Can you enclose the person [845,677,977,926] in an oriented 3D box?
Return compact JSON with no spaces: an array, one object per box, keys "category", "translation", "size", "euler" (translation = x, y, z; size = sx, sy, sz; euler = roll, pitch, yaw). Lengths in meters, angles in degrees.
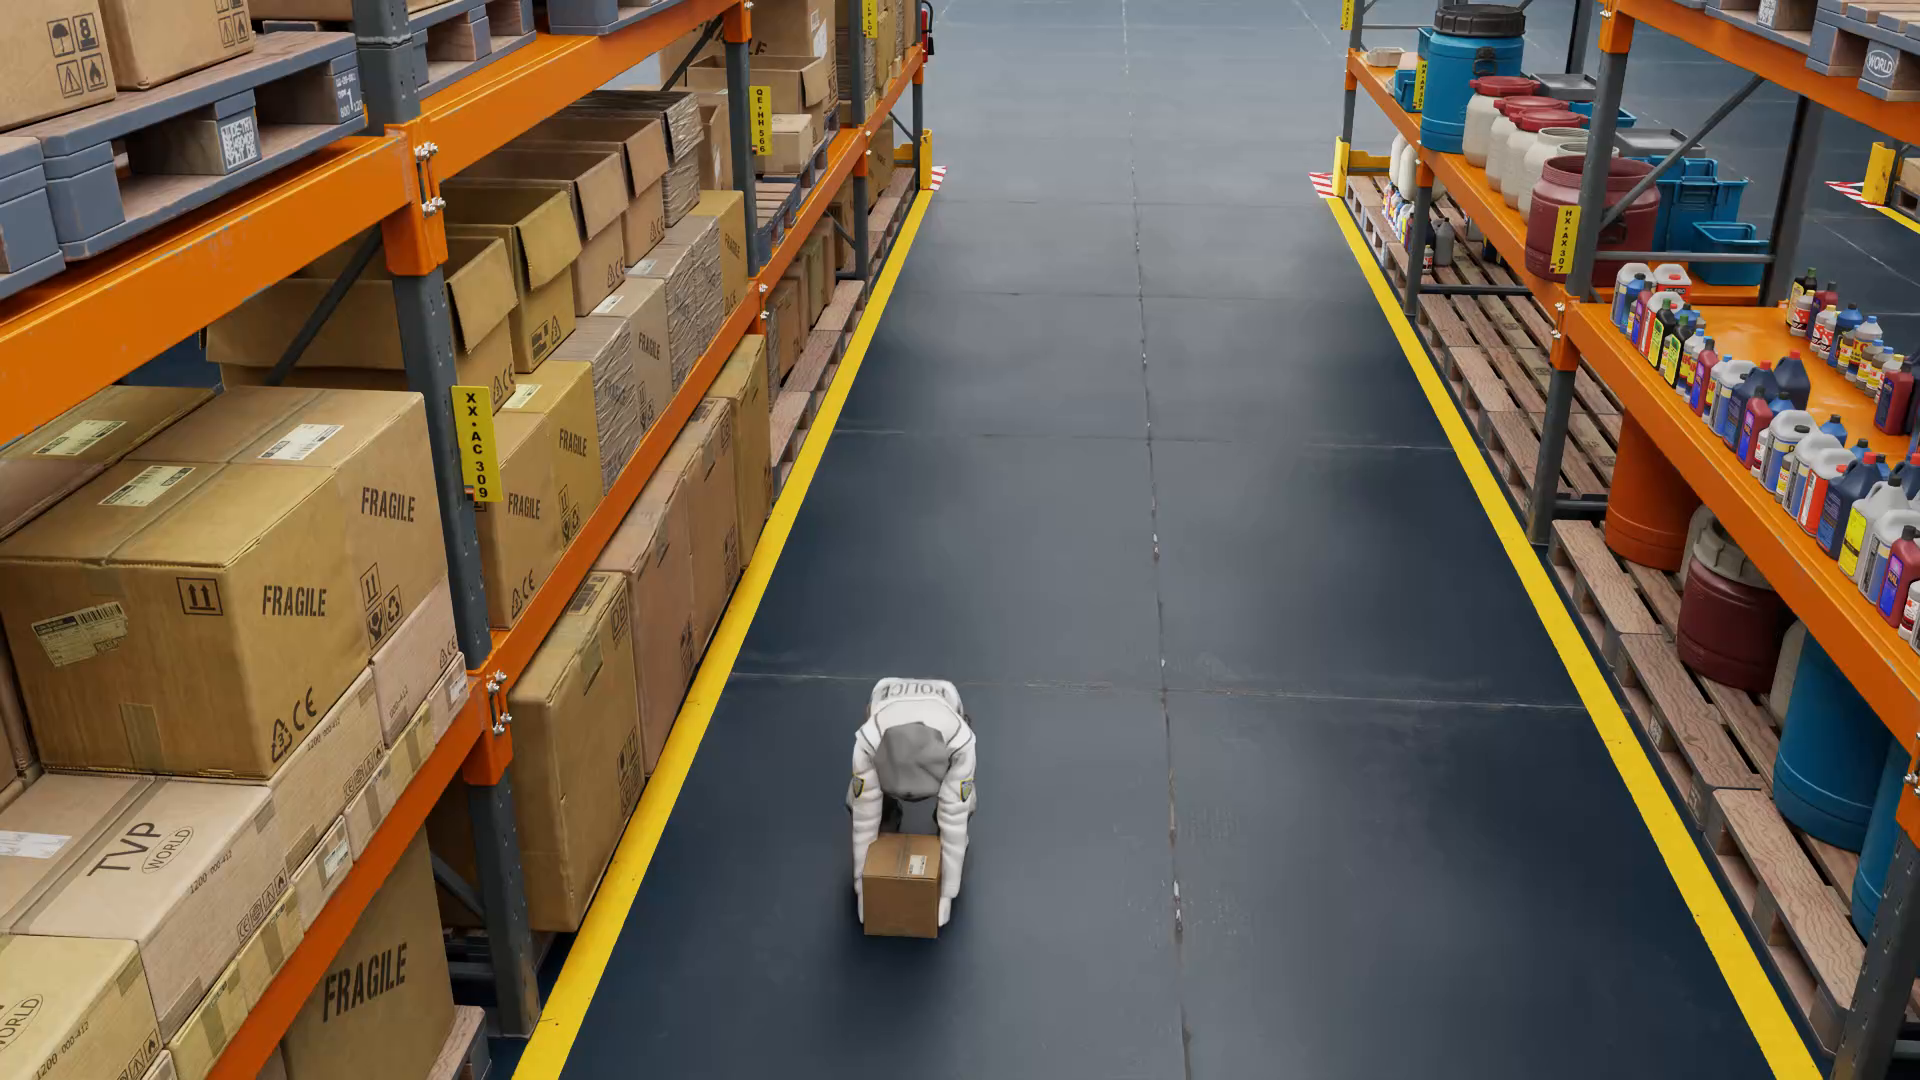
[{"category":"person","translation":[-0.168,0.851,5.882],"size":[0.464,0.823,0.898],"euler":[2,25,4]}]
